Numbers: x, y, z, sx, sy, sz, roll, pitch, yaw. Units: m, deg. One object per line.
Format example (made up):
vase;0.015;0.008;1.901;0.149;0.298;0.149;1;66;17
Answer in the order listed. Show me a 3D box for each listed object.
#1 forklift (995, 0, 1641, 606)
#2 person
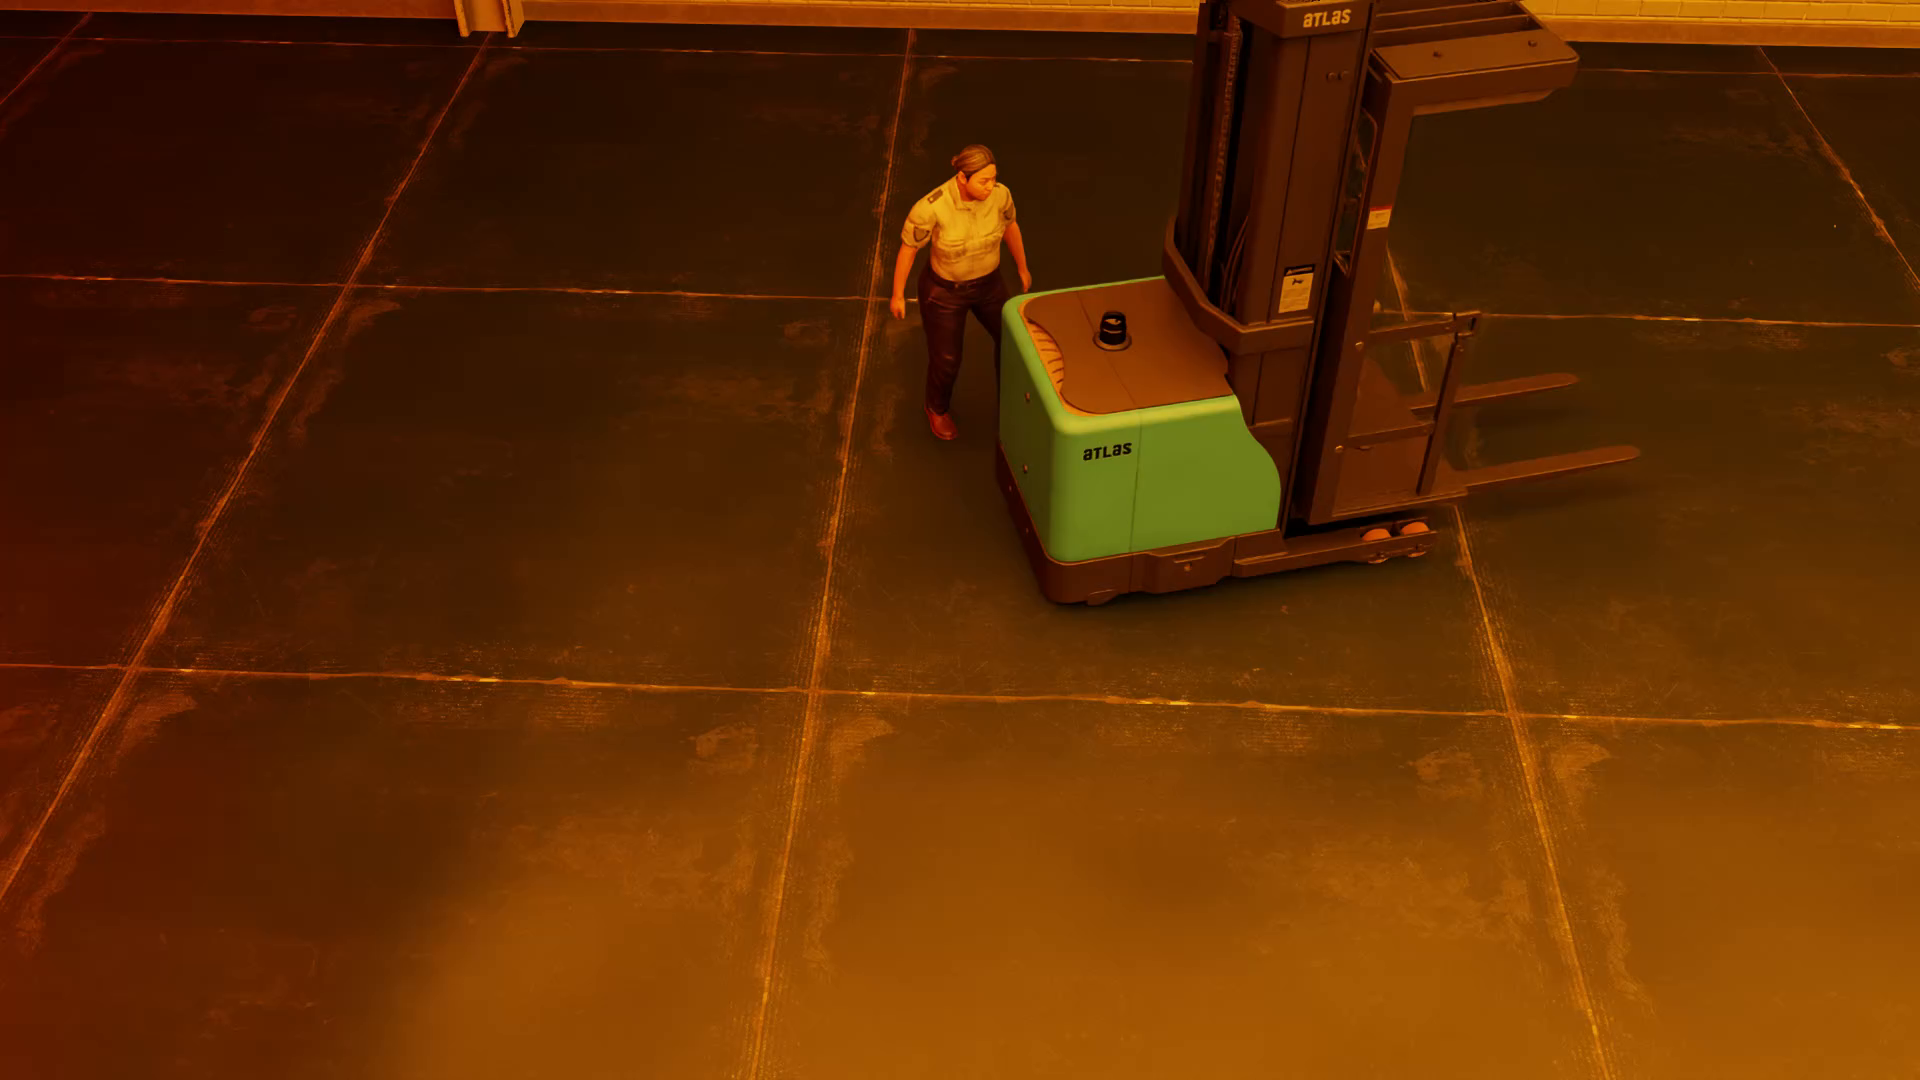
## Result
forklift;1.747;-1.312;7.179;3.031;2.935;1.130;-9;43;-10
person;0.062;-1.218;8.056;0.805;1.624;0.374;-18;45;-18
